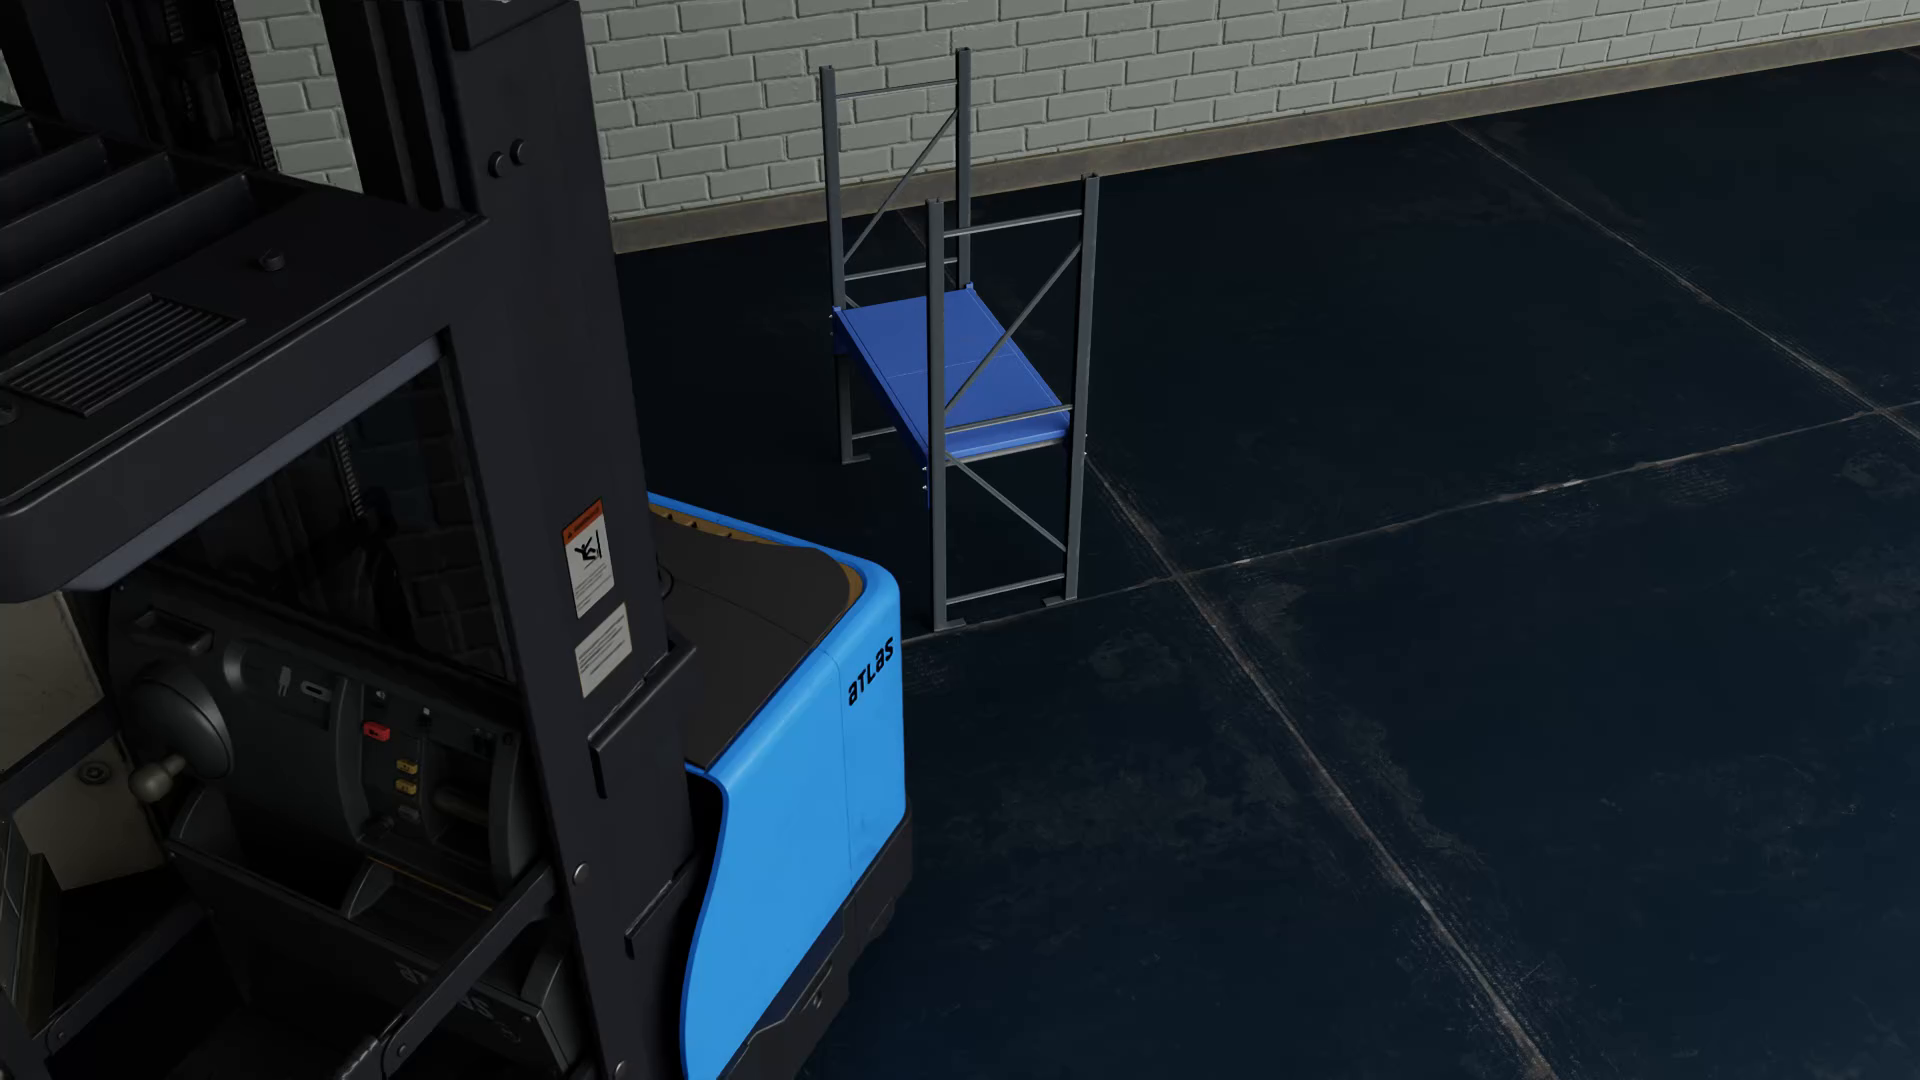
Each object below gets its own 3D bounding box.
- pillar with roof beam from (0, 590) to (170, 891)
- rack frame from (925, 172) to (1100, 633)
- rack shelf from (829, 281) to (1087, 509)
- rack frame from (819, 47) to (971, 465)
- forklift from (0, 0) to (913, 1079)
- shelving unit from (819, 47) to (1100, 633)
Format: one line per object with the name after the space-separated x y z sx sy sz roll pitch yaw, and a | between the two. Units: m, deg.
1.657 -3.674 3.148 9.100 9.000 0.400 -12 39 -16 | pillar with roof beam
0.146 -0.360 4.981 0.500 1.500 0.032 -12 39 -16 | rack frame
-0.029 -0.504 5.471 0.538 0.185 1.000 -12 39 -16 | rack shelf
-0.204 -0.934 5.744 0.500 1.500 0.032 -12 39 -16 | rack frame
-1.235 0.417 2.760 1.130 2.935 3.031 17 40 21 | forklift
-0.029 -0.647 5.363 0.538 1.500 1.048 -12 39 -16 | shelving unit
